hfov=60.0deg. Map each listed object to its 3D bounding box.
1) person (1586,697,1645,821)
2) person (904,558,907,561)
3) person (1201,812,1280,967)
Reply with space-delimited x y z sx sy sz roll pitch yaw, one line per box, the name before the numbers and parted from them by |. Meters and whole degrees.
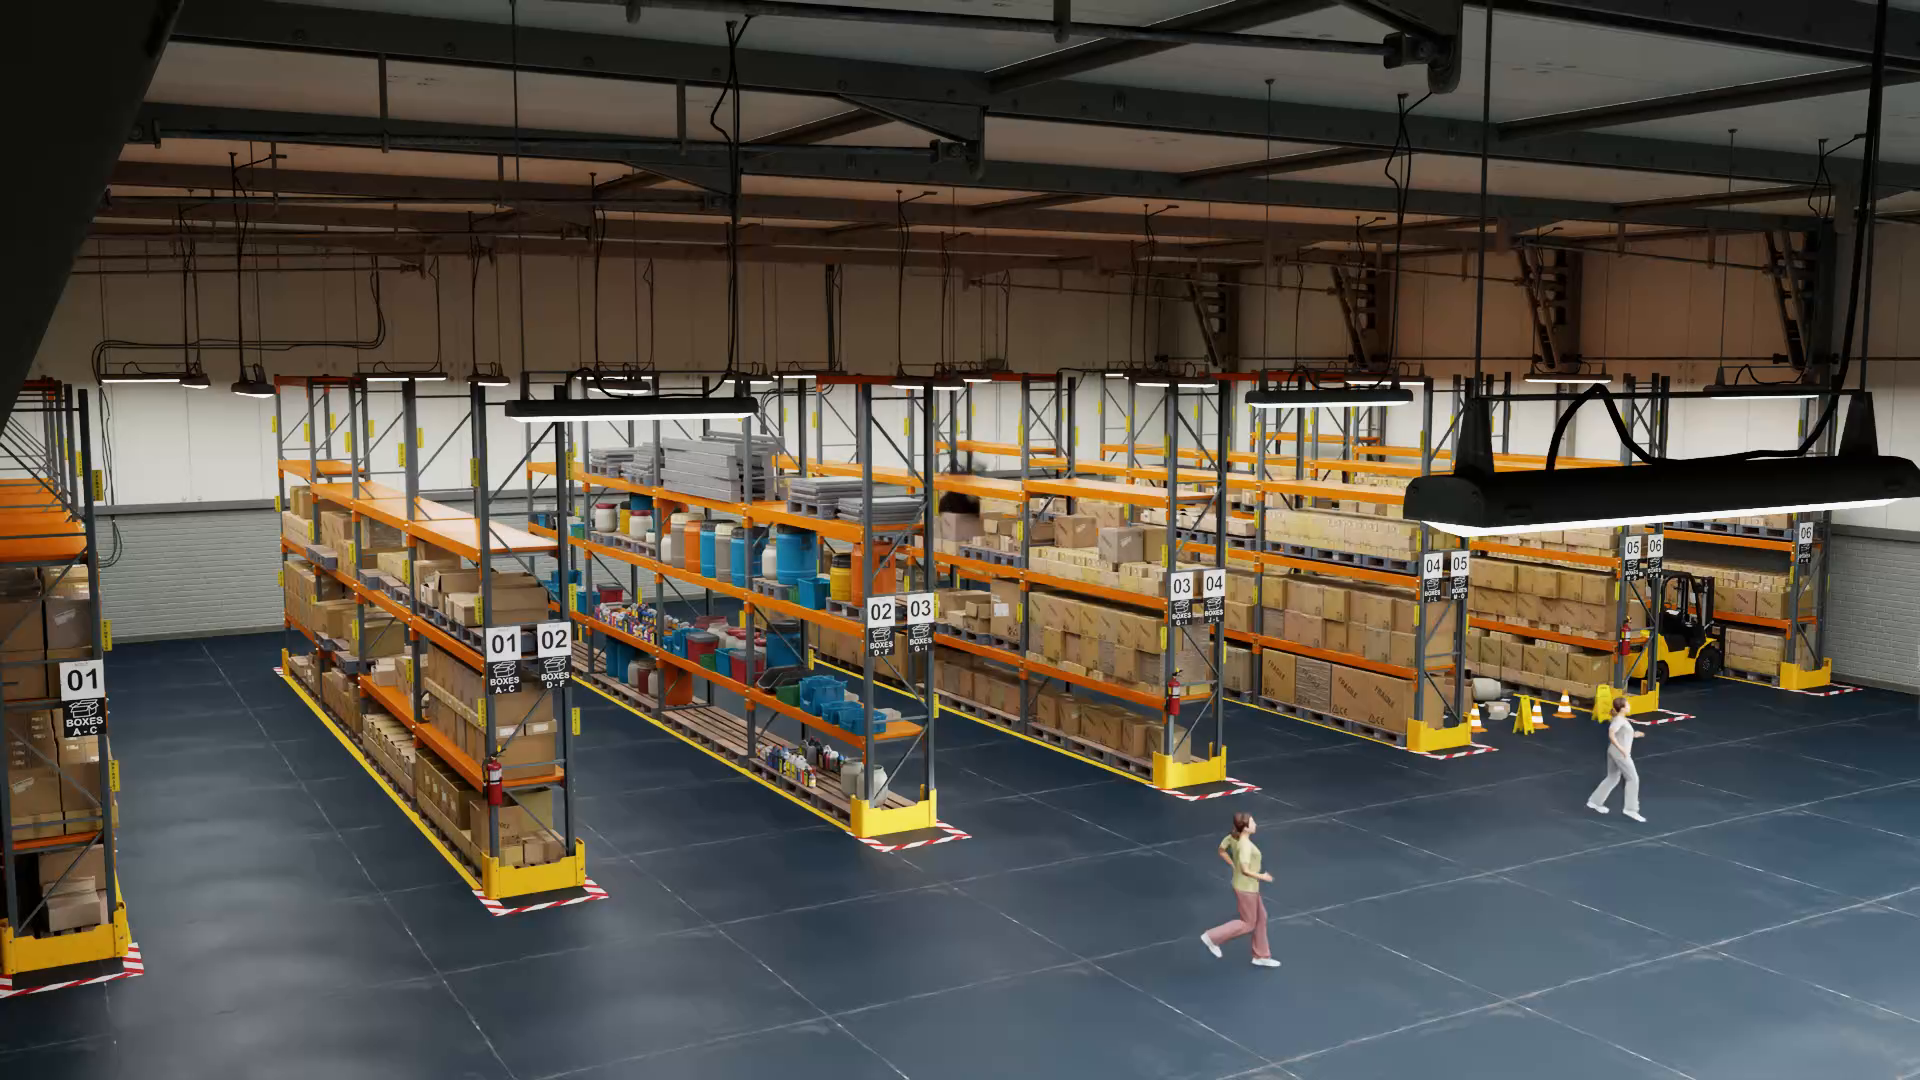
person | 9.045 3.003 22.871 0.753 1.717 0.555 1 6 6
person | -1.281 1.235 39.278 0.728 1.690 0.708 -2 6 -15
person | 2.919 3.637 17.276 0.866 1.664 0.587 -1 6 -6
